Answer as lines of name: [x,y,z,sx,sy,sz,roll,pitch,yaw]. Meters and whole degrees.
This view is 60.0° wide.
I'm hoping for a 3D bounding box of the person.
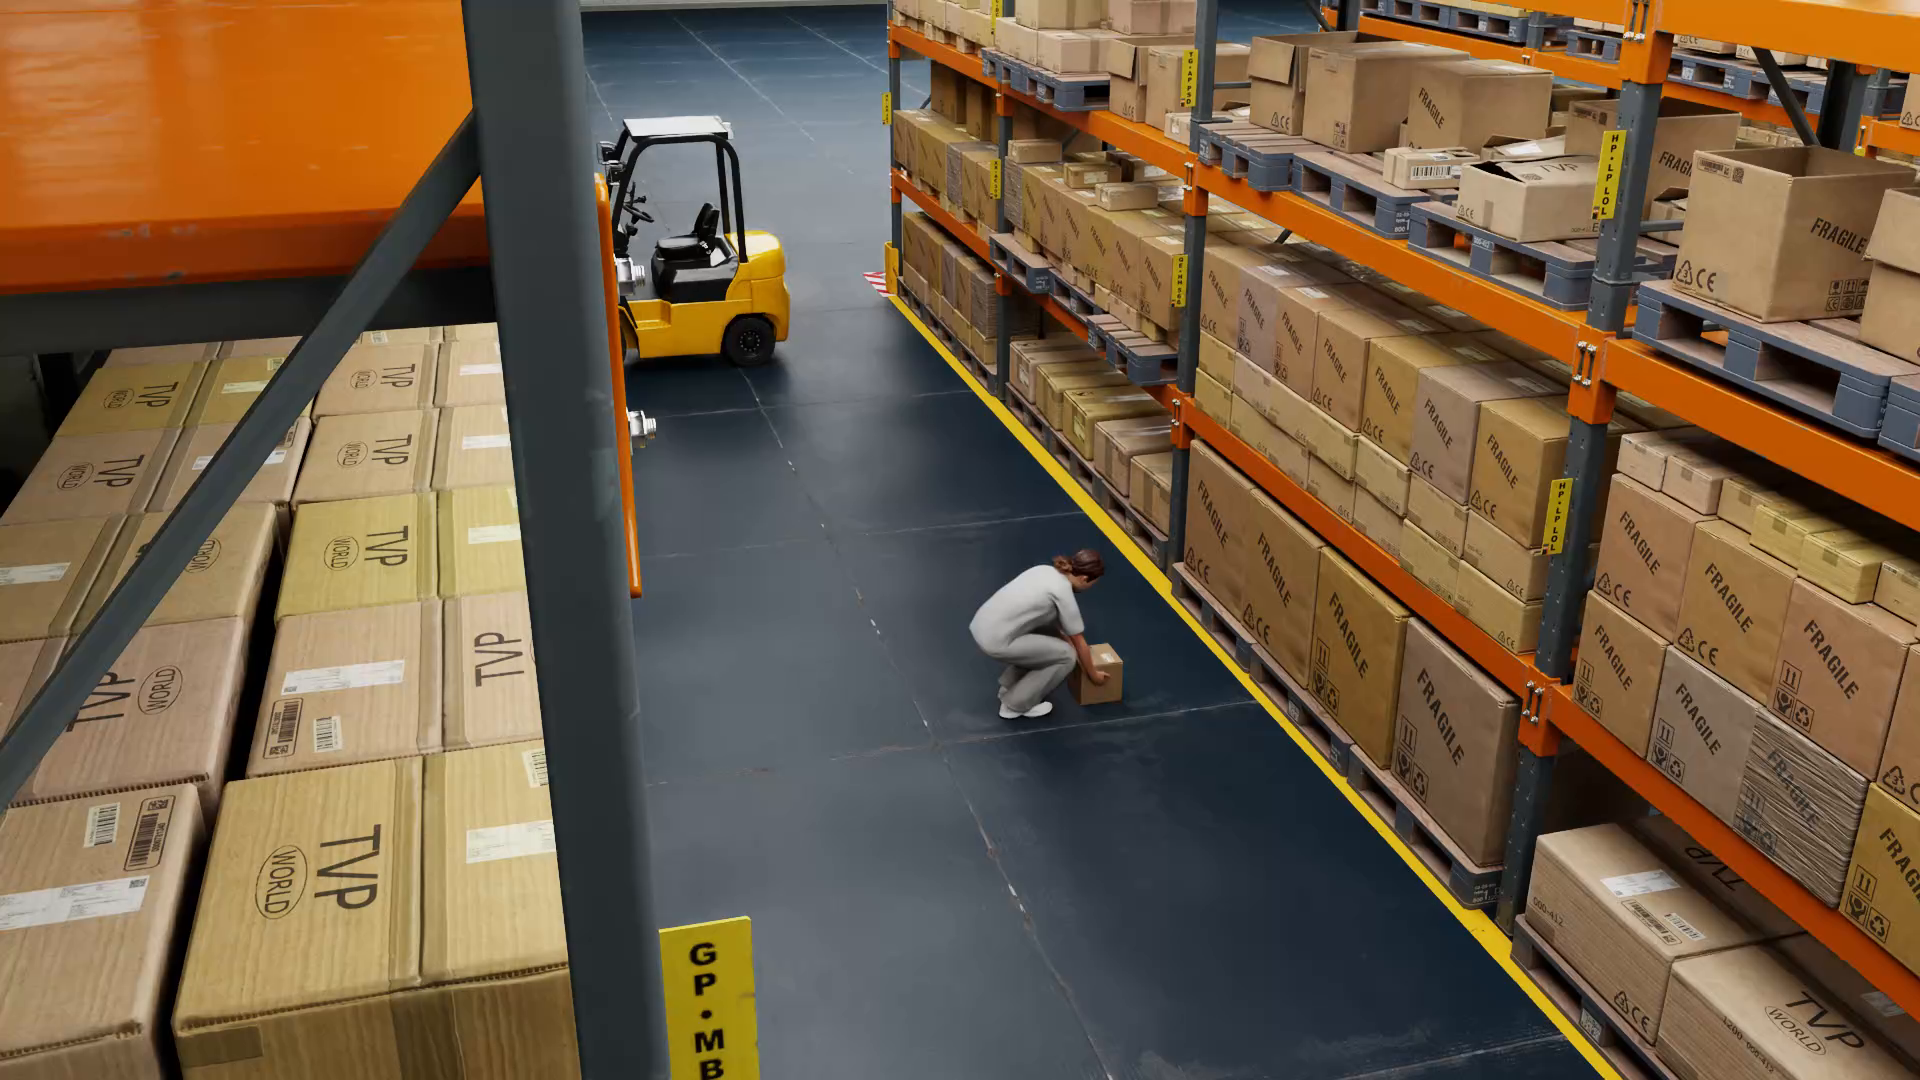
person: [0.444,0.514,9.393,0.797,0.892,0.485,-6,24,-14]
